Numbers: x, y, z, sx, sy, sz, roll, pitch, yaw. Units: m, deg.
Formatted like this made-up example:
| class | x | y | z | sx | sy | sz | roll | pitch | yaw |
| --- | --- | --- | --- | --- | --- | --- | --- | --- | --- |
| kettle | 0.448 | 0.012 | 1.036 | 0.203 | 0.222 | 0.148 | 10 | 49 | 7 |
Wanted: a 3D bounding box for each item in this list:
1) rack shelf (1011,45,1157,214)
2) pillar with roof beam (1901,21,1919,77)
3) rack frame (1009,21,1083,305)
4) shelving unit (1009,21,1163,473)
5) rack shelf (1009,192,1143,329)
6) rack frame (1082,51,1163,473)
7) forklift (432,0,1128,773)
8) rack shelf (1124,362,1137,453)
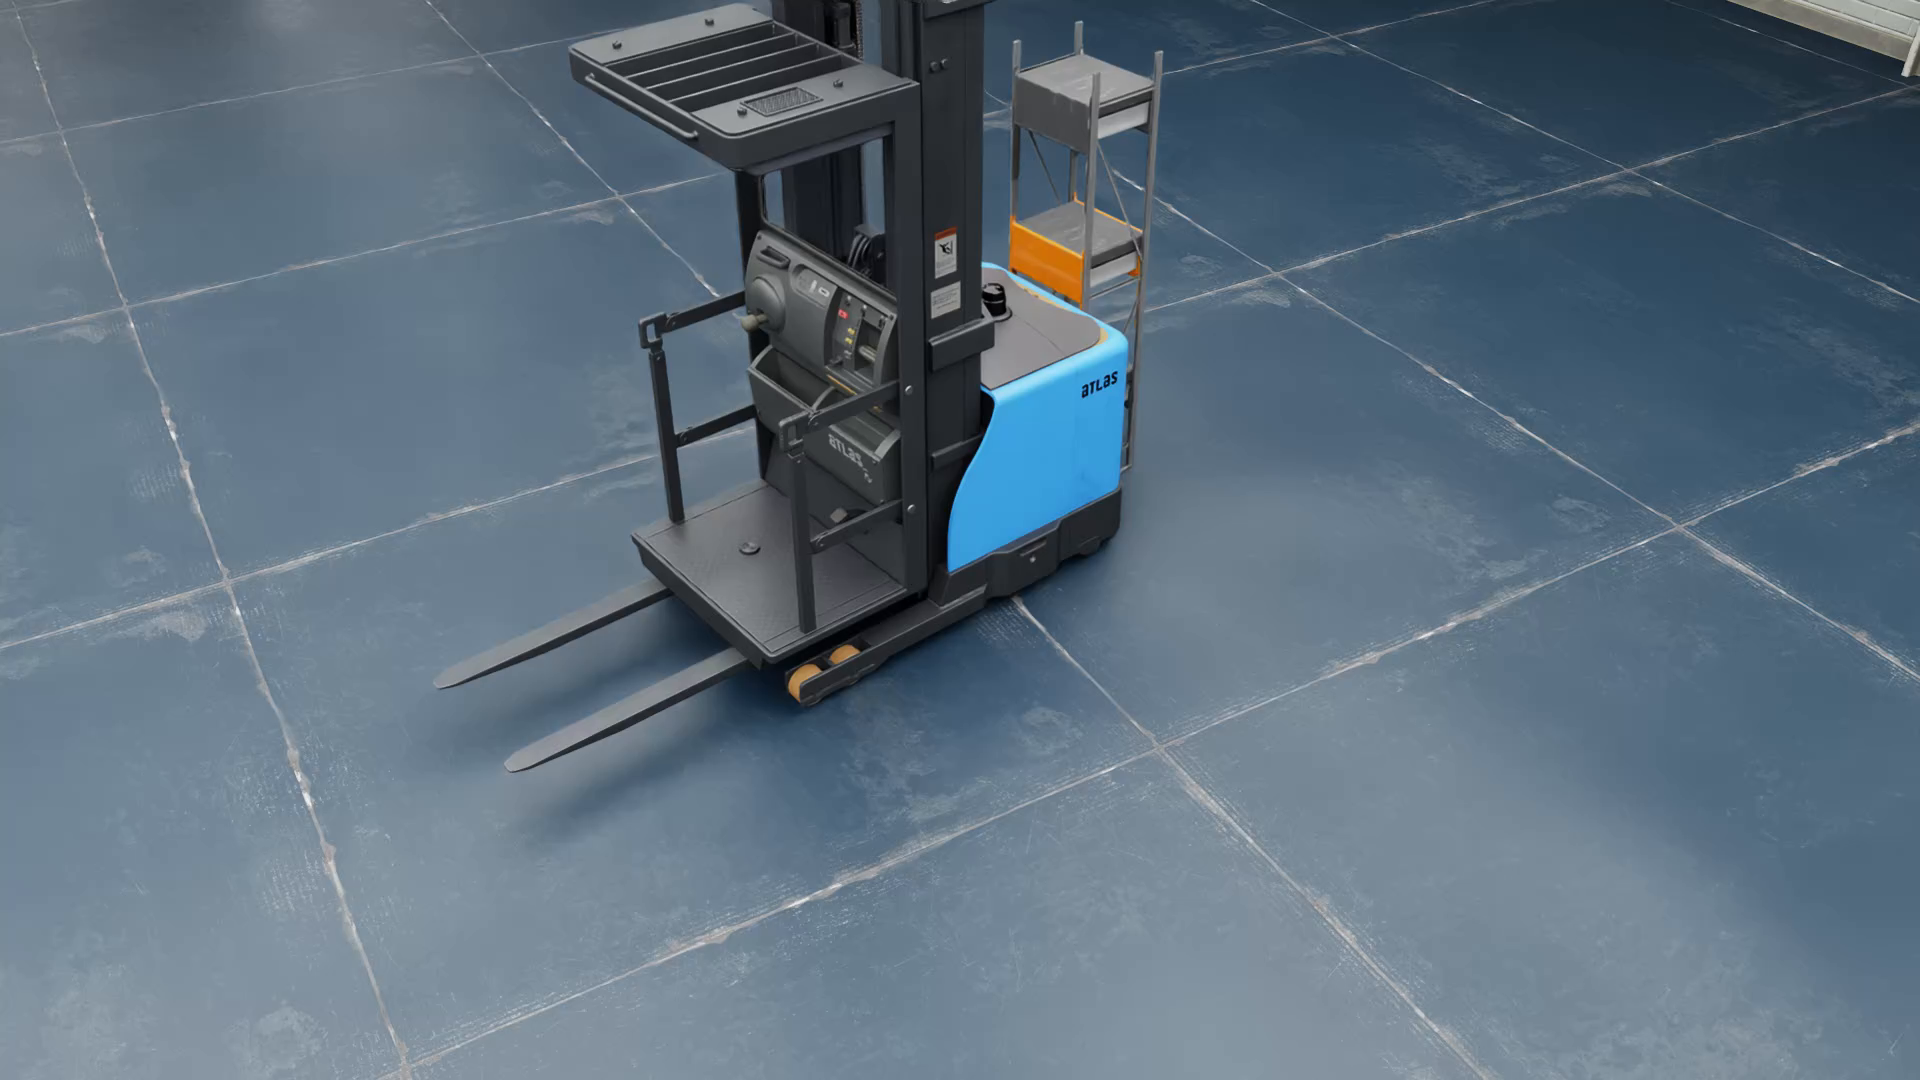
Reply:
| class | x | y | z | sx | sy | sz | roll | pitch | yaw |
| --- | --- | --- | --- | --- | --- | --- | --- | --- | --- |
| rack shelf | 0.542 | -1.802 | 7.273 | 0.431 | 0.518 | 0.480 | -27 | 44 | -32 |
| pillar with roof beam | 3.620 | -5.821 | 8.091 | 9.100 | 9.000 | 0.400 | -19 | 40 | -24 |
| rack frame | 0.384 | -1.357 | 7.828 | 0.400 | 2.100 | 0.015 | -27 | 44 | -32 |
| shelving unit | 0.542 | -1.247 | 7.678 | 0.431 | 2.100 | 0.503 | -27 | 44 | -32 |
| rack shelf | 0.542 | -1.236 | 7.686 | 0.431 | 0.518 | 0.480 | -27 | 44 | -32 |
| rack frame | 0.700 | -1.138 | 7.528 | 0.400 | 2.100 | 0.015 | -27 | 44 | -32 |
| forklift | -0.718 | -0.858 | 6.440 | 3.031 | 2.935 | 1.130 | -26 | 43 | -31 |
| rack shelf | 0.542 | -0.671 | 8.099 | 0.431 | 0.518 | 0.480 | -27 | 44 | -32 |
